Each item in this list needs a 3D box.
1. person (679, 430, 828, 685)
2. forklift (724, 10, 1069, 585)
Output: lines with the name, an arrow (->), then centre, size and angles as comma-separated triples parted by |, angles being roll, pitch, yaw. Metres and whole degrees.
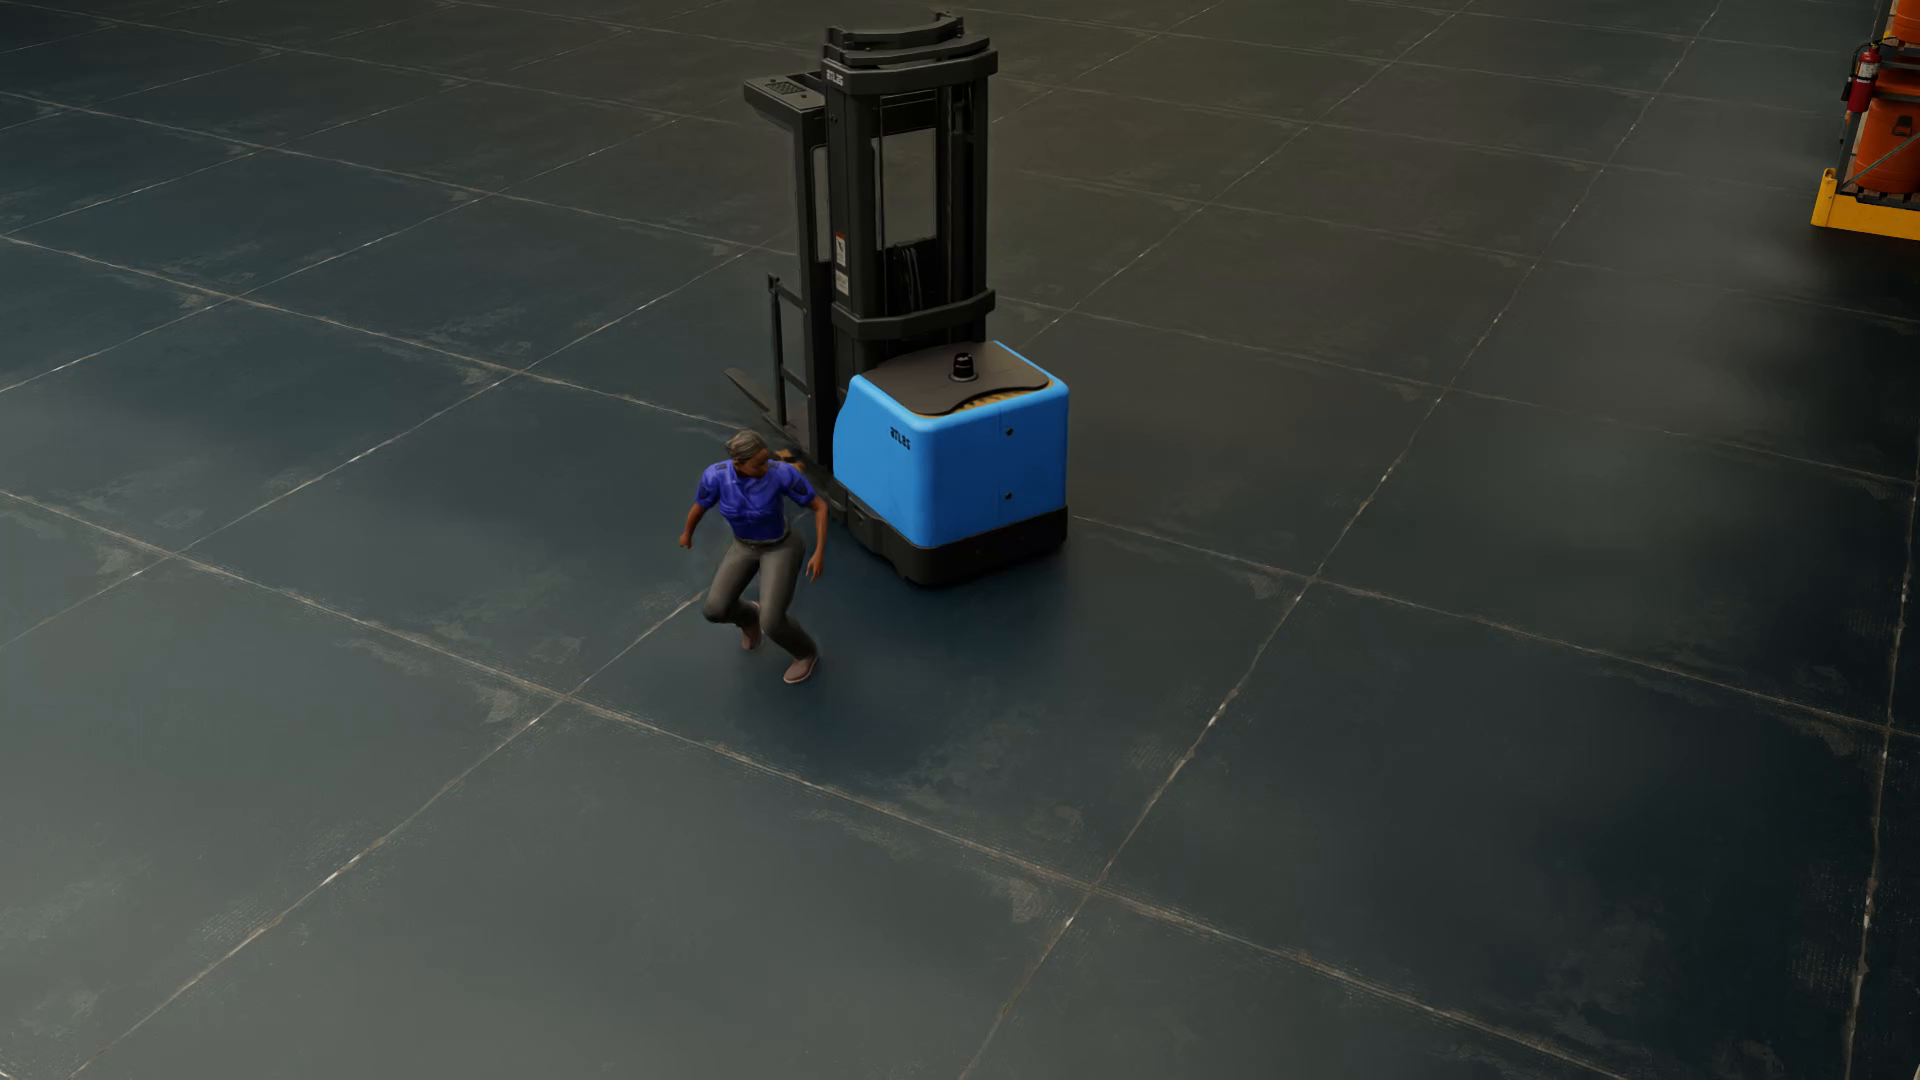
person -> -1.059, 0.045, 8.504 | 0.885, 1.503, 0.492 | 9, 31, 15
forklift -> -0.567, -1.713, 10.038 | 1.130, 2.935, 3.031 | -17, 34, -27
